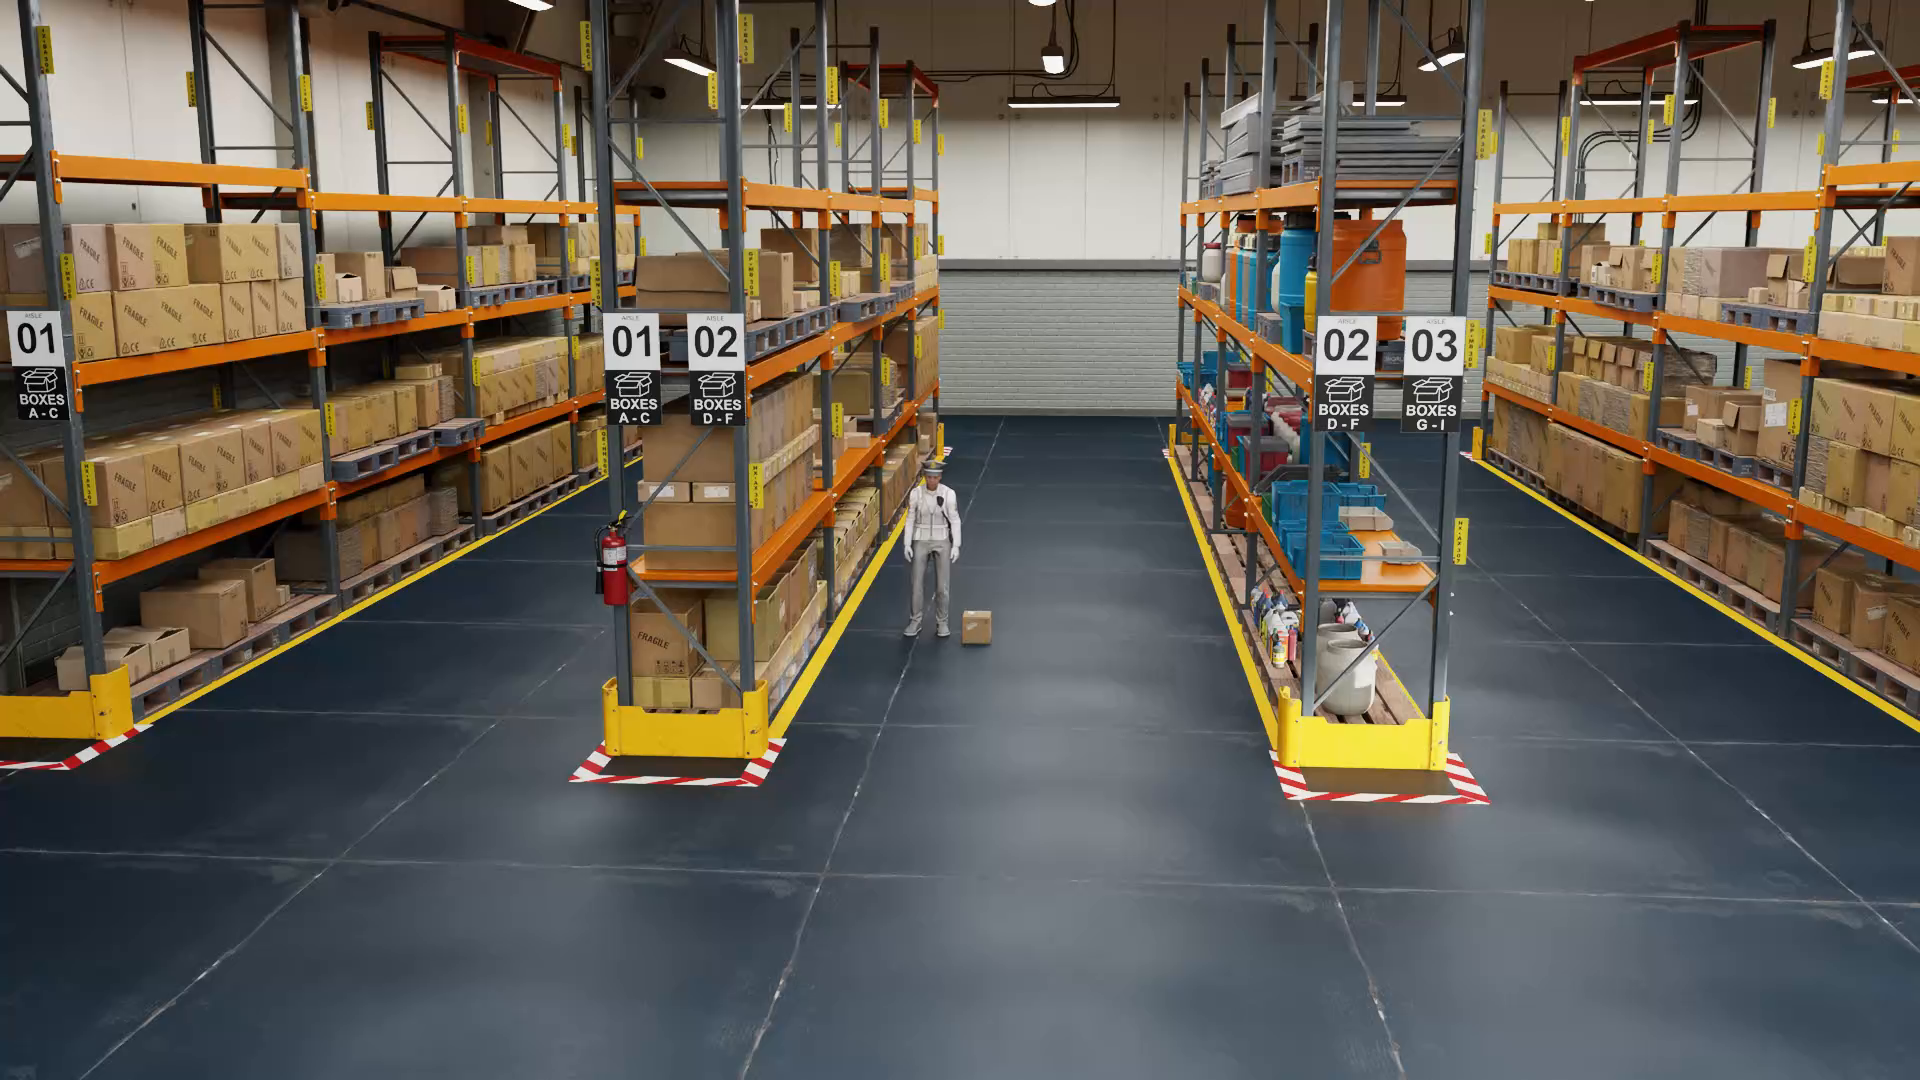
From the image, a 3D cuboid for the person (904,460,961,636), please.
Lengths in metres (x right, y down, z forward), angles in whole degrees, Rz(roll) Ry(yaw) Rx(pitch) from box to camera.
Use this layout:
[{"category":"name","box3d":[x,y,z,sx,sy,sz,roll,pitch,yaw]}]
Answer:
[{"category":"person","box3d":[-0.262,0.066,15.576,0.536,1.663,0.378,1,11,4]}]
